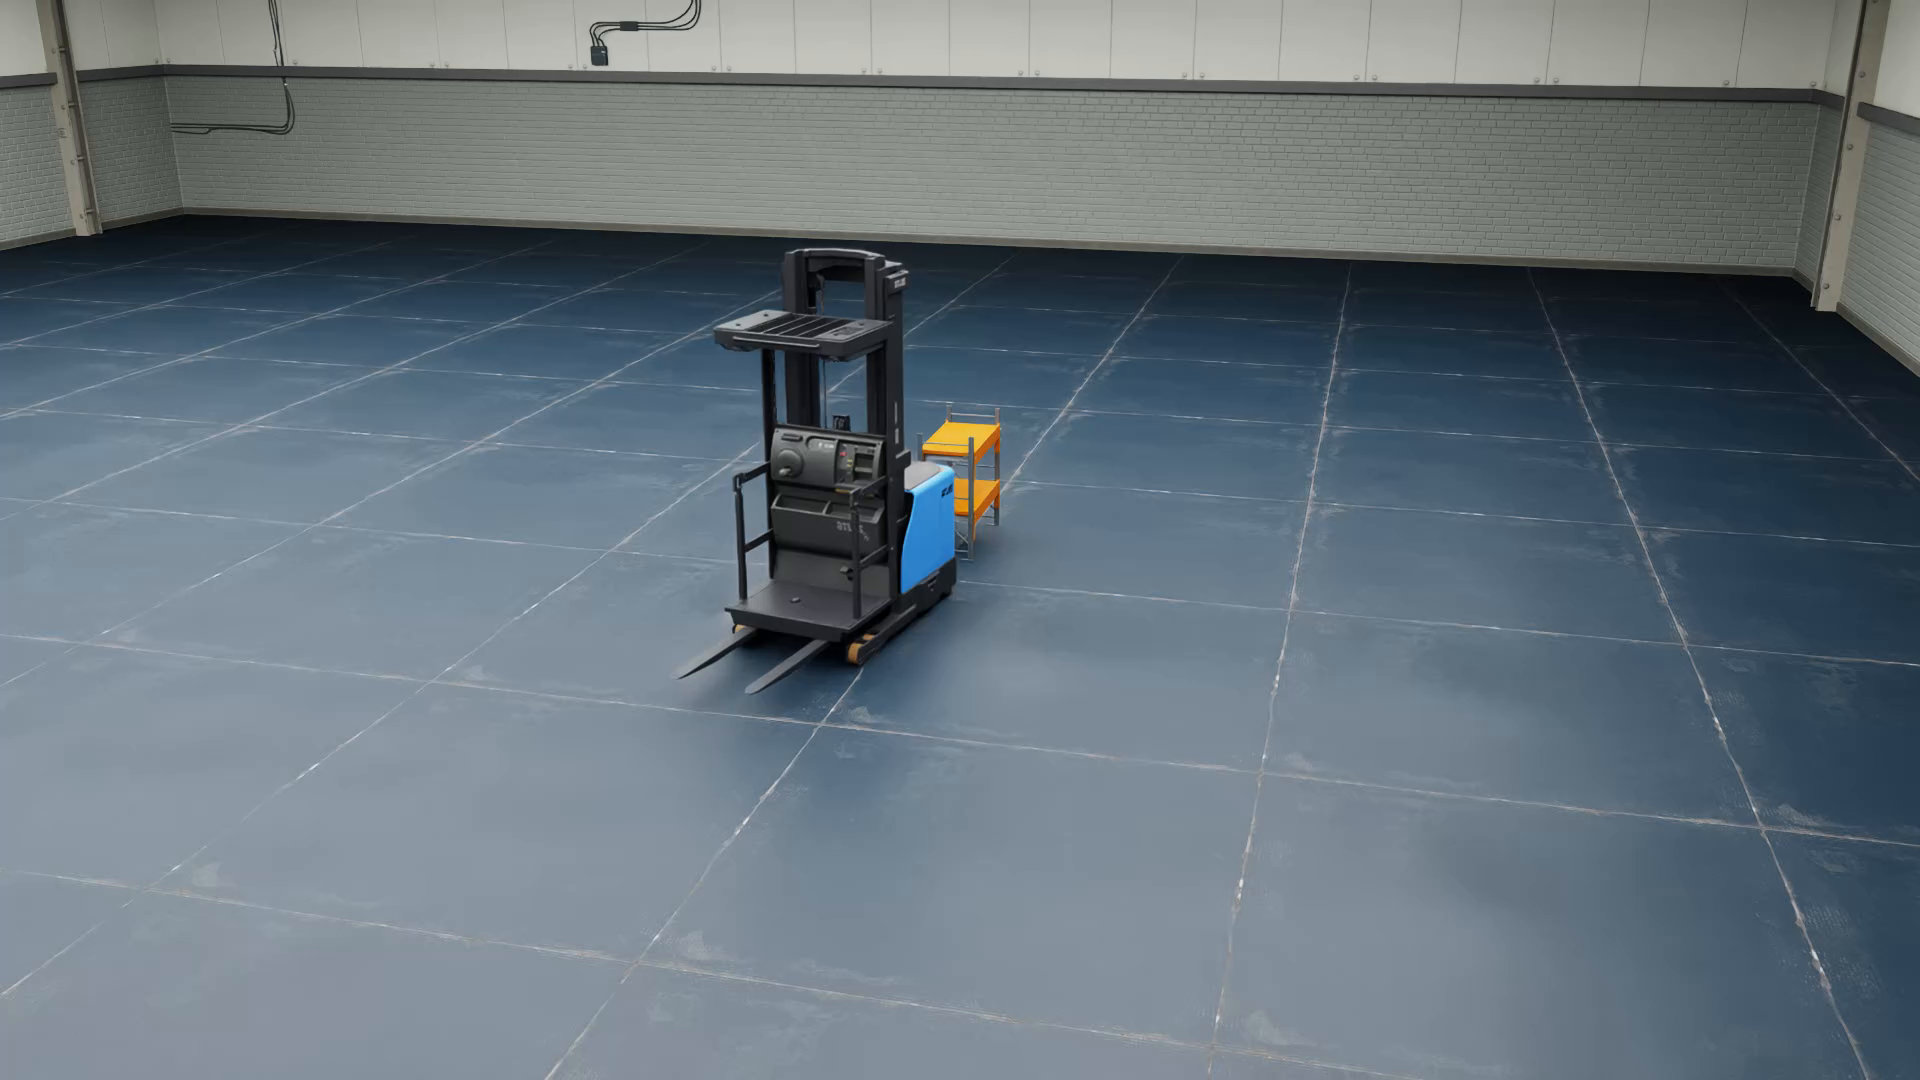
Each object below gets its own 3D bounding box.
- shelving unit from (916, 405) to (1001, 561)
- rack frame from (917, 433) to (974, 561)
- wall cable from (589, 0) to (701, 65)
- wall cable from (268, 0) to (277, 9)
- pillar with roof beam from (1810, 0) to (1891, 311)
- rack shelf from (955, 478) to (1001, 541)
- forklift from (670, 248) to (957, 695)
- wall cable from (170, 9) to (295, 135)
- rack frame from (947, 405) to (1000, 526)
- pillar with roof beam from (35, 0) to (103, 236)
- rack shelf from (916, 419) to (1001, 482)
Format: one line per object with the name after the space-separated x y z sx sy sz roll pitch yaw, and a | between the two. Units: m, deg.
-0.002 -0.530 15.000 0.538 1.125 1.048 5 19 13 | shelving unit
-0.126 -0.371 14.533 0.500 1.125 0.032 5 19 13 | rack frame
-6.028 -11.983 31.086 2.305 6.003 0.169 5 19 13 | wall cable
-12.607 -11.835 32.905 3.097 2.526 0.112 5 19 13 | wall cable
9.139 -8.161 25.160 9.100 9.000 0.400 5 19 13 | pillar with roof beam
-0.002 -0.299 15.079 0.538 0.278 1.000 5 19 13 | rack shelf
-1.103 -0.609 12.436 1.130 2.935 3.031 8 21 23 | forklift
-15.230 -9.659 34.347 3.097 2.526 0.112 5 19 13 | wall cable
0.123 -0.690 15.466 0.500 1.125 0.032 5 19 13 | rack frame
-13.058 -9.969 30.452 9.100 9.000 0.400 5 19 13 | pillar with roof beam
-0.002 -0.807 14.905 0.538 0.278 1.000 5 19 13 | rack shelf
